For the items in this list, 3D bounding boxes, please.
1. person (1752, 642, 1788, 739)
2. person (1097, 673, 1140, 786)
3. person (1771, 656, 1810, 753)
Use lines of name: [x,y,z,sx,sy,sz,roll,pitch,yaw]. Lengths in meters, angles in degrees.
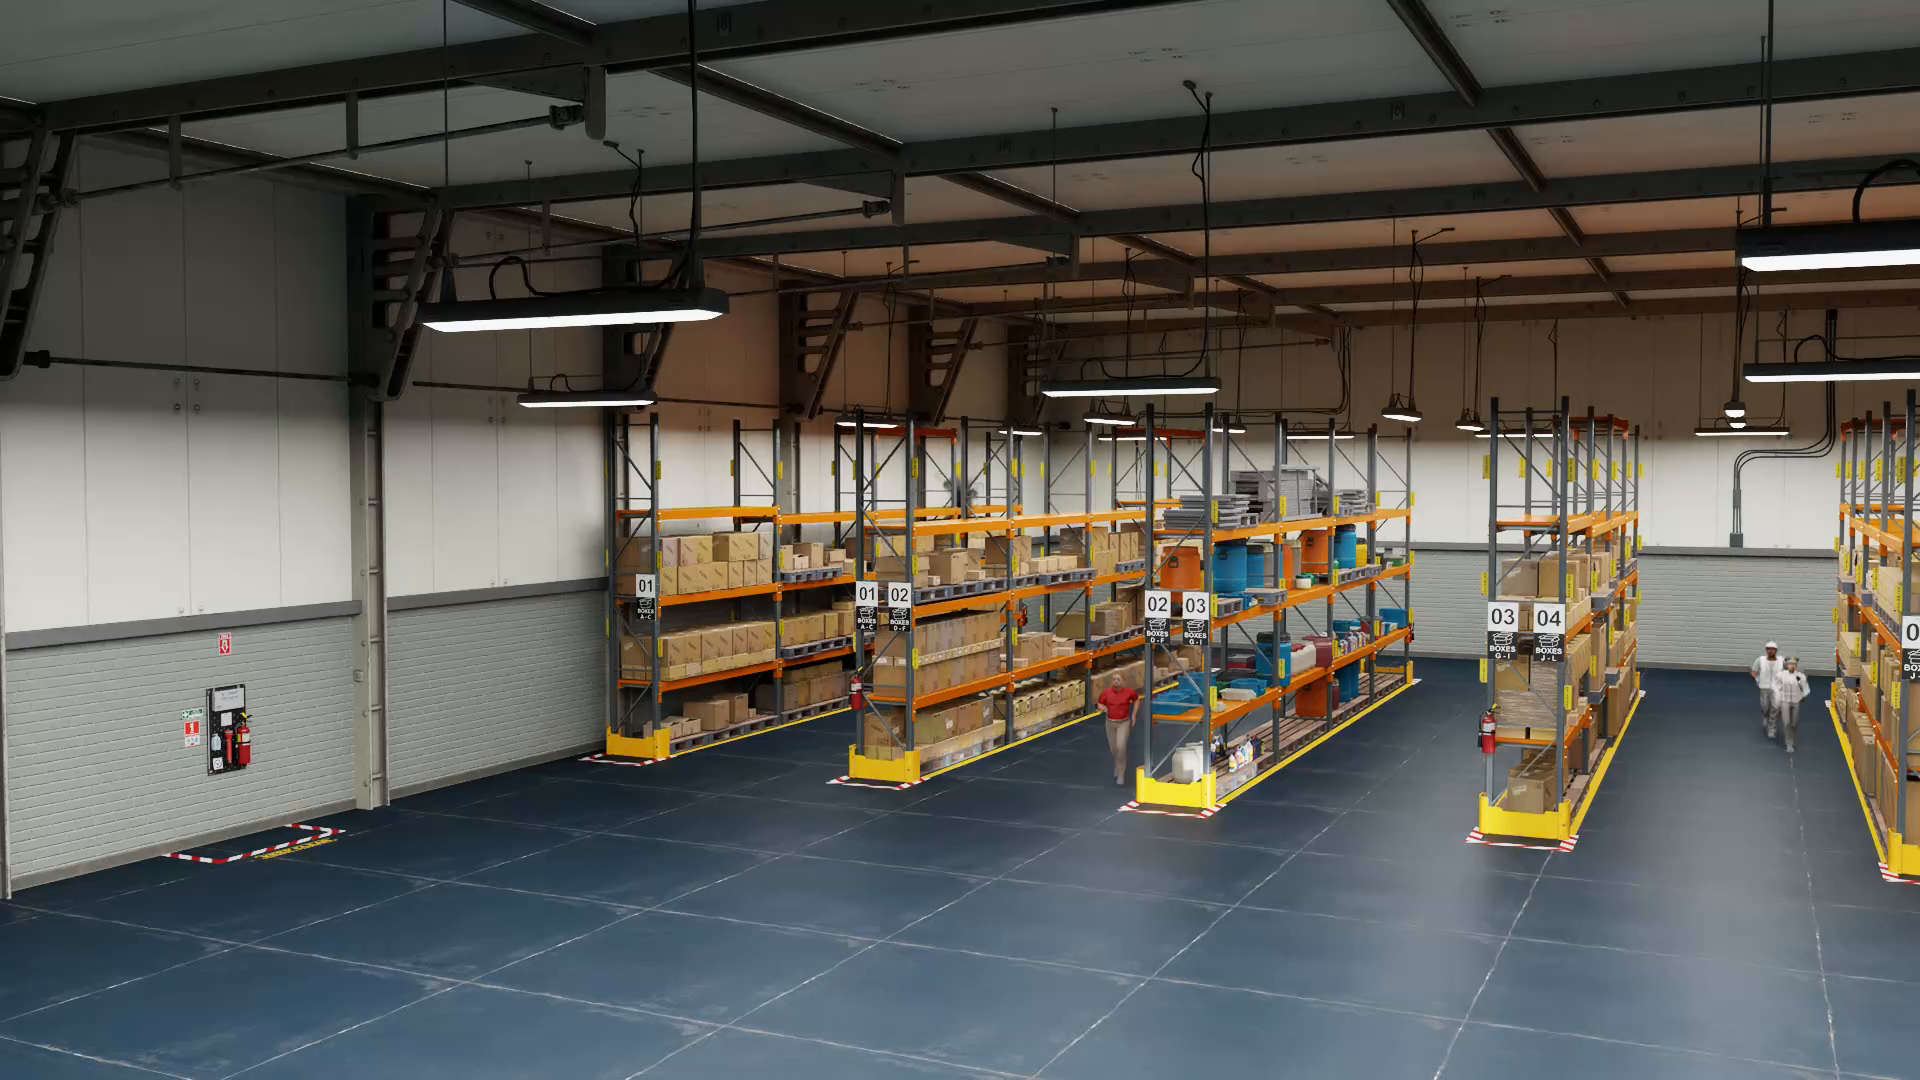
person: [15.302,2.807,31.350,0.694,1.774,0.953,1,3,27]
person: [2.529,3.022,26.748,0.642,1.784,0.823,1,3,21]
person: [14.871,2.918,29.775,0.618,1.698,0.865,1,3,23]
